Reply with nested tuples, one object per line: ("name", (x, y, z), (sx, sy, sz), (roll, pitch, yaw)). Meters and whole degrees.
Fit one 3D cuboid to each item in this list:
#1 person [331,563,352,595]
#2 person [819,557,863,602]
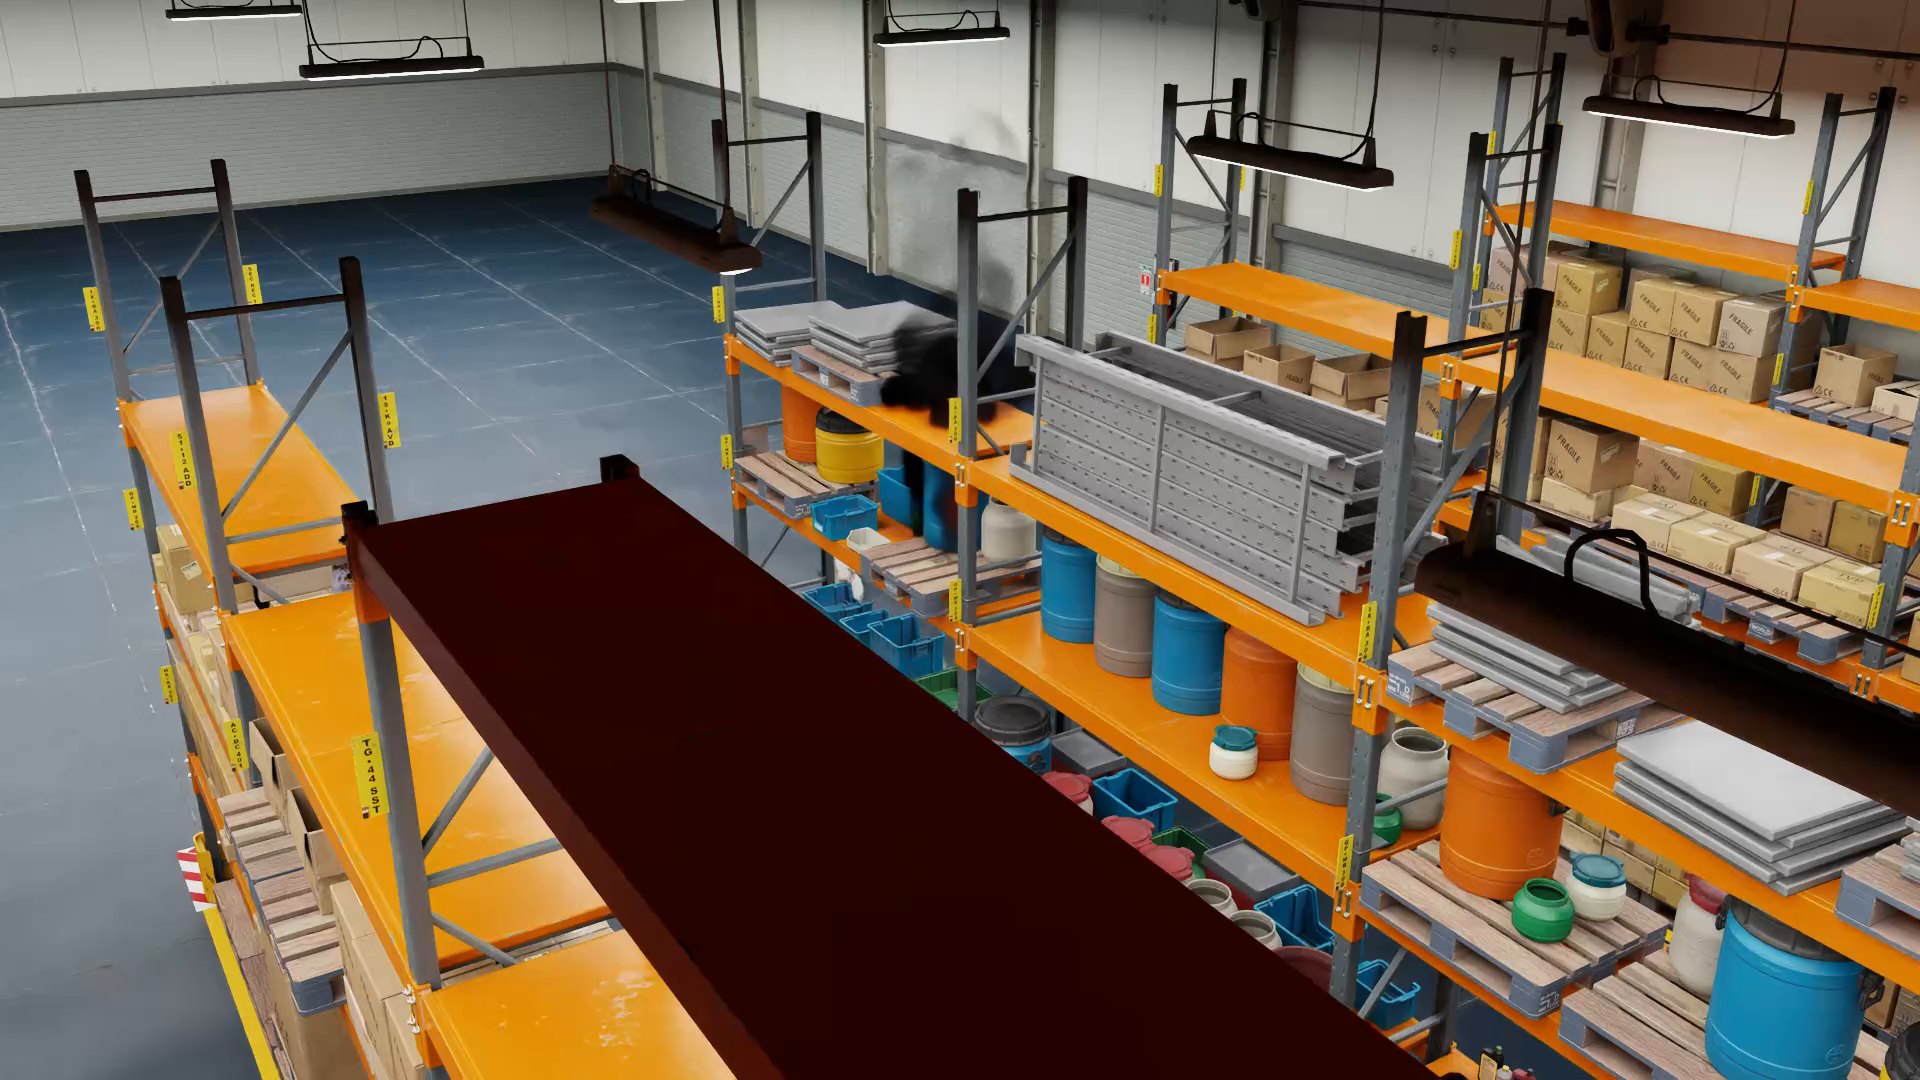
("person", (-6.333, 0.834, 17.216), (0.623, 1.600, 0.645), (1, 22, 2))
("person", (-1.188, 0.631, 17.663), (0.751, 1.659, 0.618), (8, 23, 19))
